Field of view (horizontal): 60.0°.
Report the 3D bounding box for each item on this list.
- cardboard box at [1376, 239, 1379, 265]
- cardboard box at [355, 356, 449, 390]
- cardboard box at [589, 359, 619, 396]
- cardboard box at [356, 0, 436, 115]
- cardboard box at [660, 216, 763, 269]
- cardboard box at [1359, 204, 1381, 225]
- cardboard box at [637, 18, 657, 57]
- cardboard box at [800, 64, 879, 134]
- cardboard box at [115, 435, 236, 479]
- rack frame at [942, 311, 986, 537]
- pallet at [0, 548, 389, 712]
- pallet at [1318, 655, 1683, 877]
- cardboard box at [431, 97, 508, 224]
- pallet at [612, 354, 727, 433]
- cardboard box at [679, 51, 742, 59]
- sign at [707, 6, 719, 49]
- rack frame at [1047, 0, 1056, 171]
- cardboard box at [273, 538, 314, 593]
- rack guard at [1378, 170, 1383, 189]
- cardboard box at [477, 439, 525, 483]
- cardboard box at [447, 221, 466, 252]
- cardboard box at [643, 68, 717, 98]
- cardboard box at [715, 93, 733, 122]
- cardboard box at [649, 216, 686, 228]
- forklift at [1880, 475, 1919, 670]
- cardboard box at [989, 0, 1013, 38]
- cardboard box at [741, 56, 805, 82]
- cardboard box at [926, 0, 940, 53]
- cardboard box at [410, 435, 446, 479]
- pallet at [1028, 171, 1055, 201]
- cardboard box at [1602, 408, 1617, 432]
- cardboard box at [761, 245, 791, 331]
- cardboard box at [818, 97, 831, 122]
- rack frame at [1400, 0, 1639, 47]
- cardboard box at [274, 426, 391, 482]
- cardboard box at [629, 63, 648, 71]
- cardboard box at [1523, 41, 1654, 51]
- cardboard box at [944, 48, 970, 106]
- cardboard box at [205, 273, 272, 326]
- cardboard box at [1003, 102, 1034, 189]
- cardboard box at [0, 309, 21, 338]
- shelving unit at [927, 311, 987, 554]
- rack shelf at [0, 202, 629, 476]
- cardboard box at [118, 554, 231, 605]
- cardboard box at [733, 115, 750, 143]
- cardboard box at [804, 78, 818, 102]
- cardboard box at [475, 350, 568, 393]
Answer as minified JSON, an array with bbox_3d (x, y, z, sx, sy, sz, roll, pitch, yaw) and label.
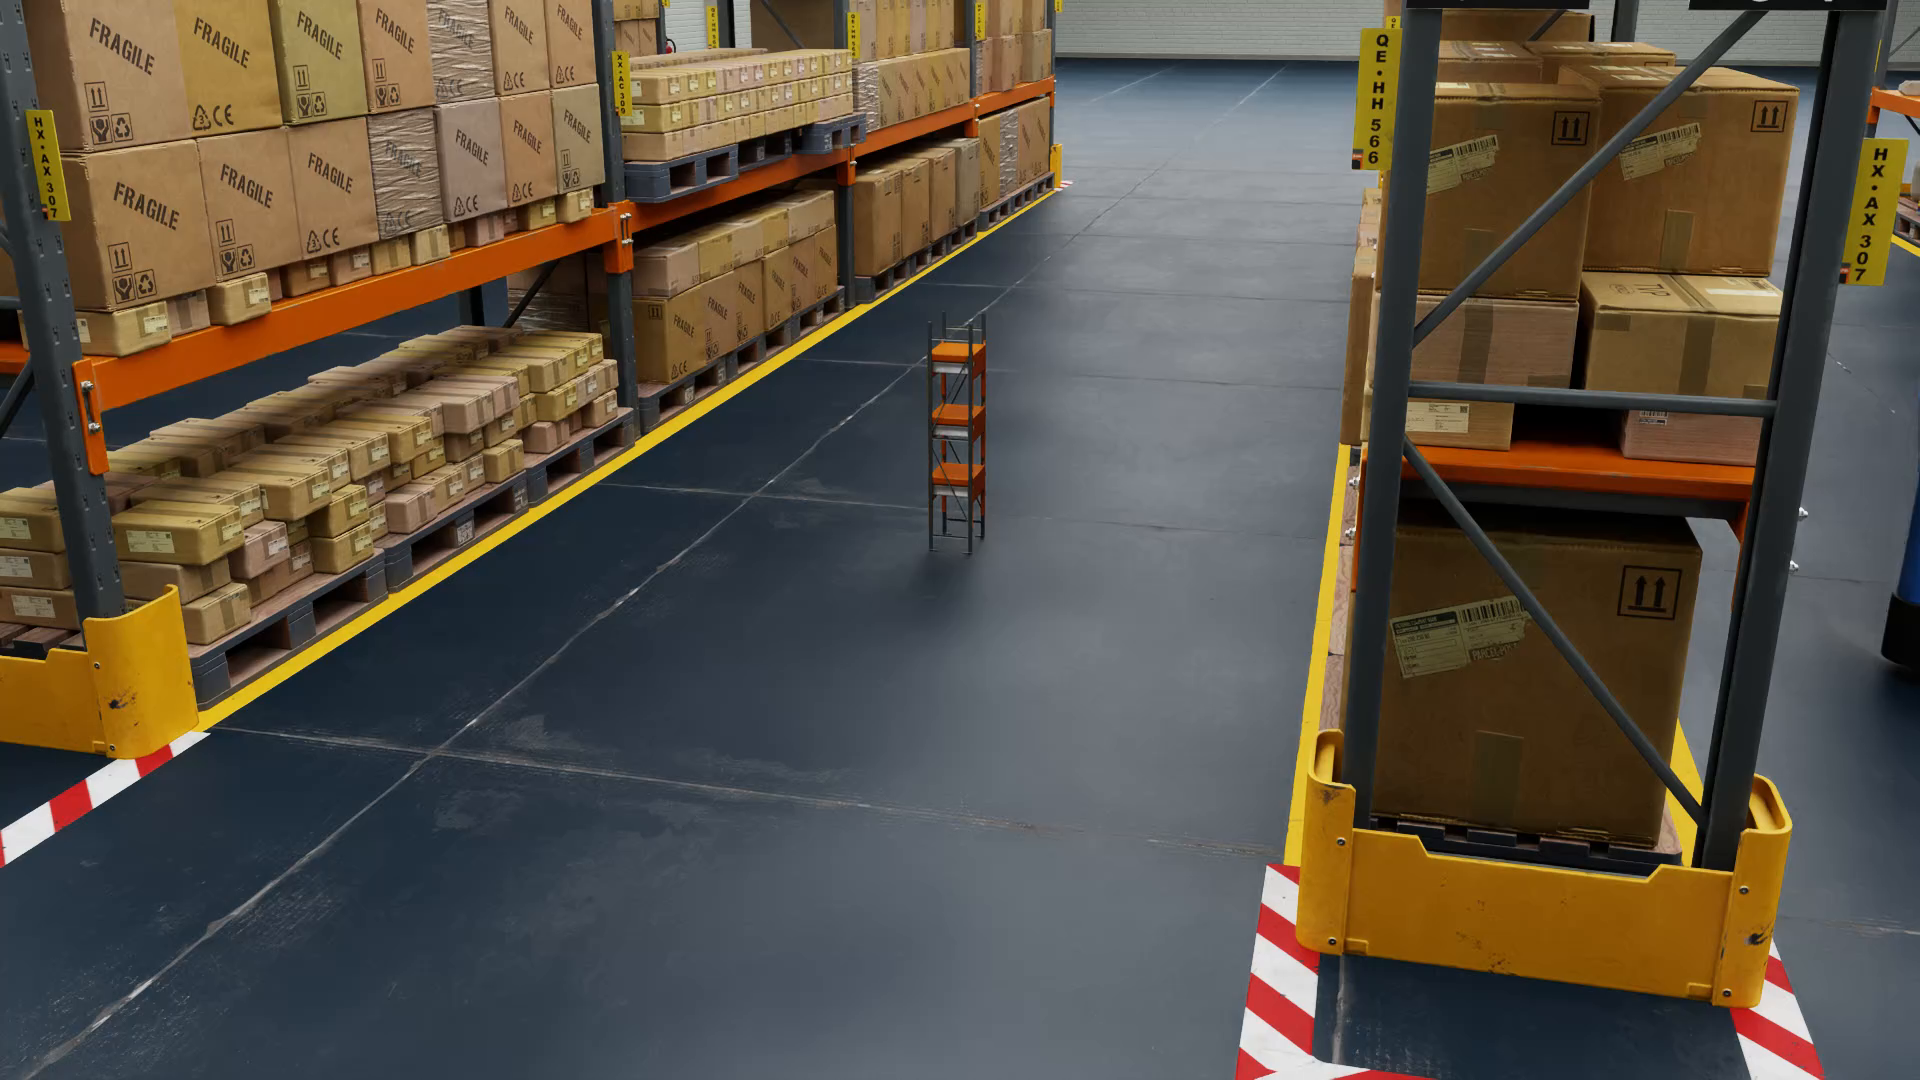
[{"bbox_3d":[1.499,-0.736,4.975,0.500,0.250,0.500,4,19,12],"label":"cardboard box"},{"bbox_3d":[-2.760,-0.803,8.239,0.380,0.149,0.250,4,19,12],"label":"cardboard box"},{"bbox_3d":[-2.063,-0.878,8.919,0.380,0.149,0.250,5,20,14],"label":"cardboard box"},{"bbox_3d":[-2.518,-2.019,6.796,0.500,0.500,0.500,4,19,12],"label":"cardboard box"},{"bbox_3d":[-1.601,-1.920,10.725,0.500,0.250,0.500,5,20,15],"label":"cardboard box"},{"bbox_3d":[3.054,-1.542,10.199,1.225,0.875,0.875,5,19,14],"label":"cardboard box"},{"bbox_3d":[-4.053,-6.129,20.375,0.500,0.500,0.500,4,19,12],"label":"cardboard box"},{"bbox_3d":[-0.946,-3.432,12.941,0.500,0.500,0.500,5,19,14],"label":"cardboard box"},{"bbox_3d":[-3.206,-0.317,6.815,0.380,0.149,0.250,4,19,11],"label":"cardboard box"},{"bbox_3d":[0.017,-0.518,7.581,0.200,1.050,0.008,5,19,13],"label":"rack frame"},{"bbox_3d":[-3.020,0.286,6.524,1.003,0.211,1.213,5,19,13],"label":"pallet"},{"bbox_3d":[1.633,0.728,5.230,1.003,0.211,1.213,5,19,13],"label":"pallet"},{"bbox_3d":[-2.389,-1.708,7.431,0.500,0.500,0.500,5,19,13],"label":"cardboard box"},{"bbox_3d":[-2.105,-0.936,10.103,1.003,0.211,1.213,5,19,13],"label":"pallet"},{"bbox_3d":[-1.745,-3.337,11.634,0.380,0.149,0.250,5,19,13],"label":"cardboard box"},{"bbox_3d":[-1.856,-3.856,12.546,0.100,0.325,0.005,5,19,13],"label":"sign"},{"bbox_3d":[0.638,-5.773,19.949,1.000,3.000,0.127,5,19,13],"label":"rack frame"},{"bbox_3d":[-2.795,0.086,6.555,0.380,0.149,0.250,5,19,14],"label":"cardboard box"},{"bbox_3d":[5.404,-4.143,19.044,1.175,0.500,0.348,5,19,13],"label":"rack guard"},{"bbox_3d":[-2.313,-0.387,7.942,0.380,0.149,0.250,5,19,13],"label":"cardboard box"},{"bbox_3d":[-2.456,-1.375,7.460,0.380,0.149,0.250,4,19,13],"label":"cardboard box"},{"bbox_3d":[-1.625,-2.628,9.561,0.380,0.149,0.250,5,19,14],"label":"cardboard box"},{"bbox_3d":[-1.565,-2.564,9.831,0.380,0.149,0.250,4,19,11],"label":"cardboard box"},{"bbox_3d":[-2.104,-1.963,10.851,0.500,0.250,0.500,4,19,11],"label":"cardboard box"},{"bbox_3d":[4.865,-1.089,6.342,3.031,2.935,1.130,-16,25,-40],"label":"forklift"},{"bbox_3d":[0.071,-5.554,17.405,0.875,0.550,0.550,5,19,13],"label":"cardboard box"},{"bbox_3d":[-1.246,-3.117,10.993,0.380,0.149,0.250,5,19,13],"label":"cardboard box"},{"bbox_3d":[-0.579,-4.722,15.171,0.700,0.500,0.500,4,19,12],"label":"cardboard box"},{"bbox_3d":[-2.557,-0.392,7.496,0.380,0.149,0.250,6,20,16],"label":"cardboard box"},{"bbox_3d":[0.518,-4.197,19.648,1.003,0.211,1.213,5,19,13],"label":"pallet"},{"bbox_3d":[1.981,-0.382,4.553,0.380,0.149,0.250,4,19,13],"label":"cardboard box"},{"bbox_3d":[-1.468,-1.725,11.315,0.500,0.500,0.500,4,19,11],"label":"cardboard box"},{"bbox_3d":[-1.117,-2.996,11.558,0.380,0.149,0.250,5,19,14],"label":"cardboard box"},{"bbox_3d":[2.491,-1.589,7.698,1.000,3.000,0.127,5,19,13],"label":"rack frame"},{"bbox_3d":[-2.620,-0.362,6.947,0.380,0.149,0.250,5,20,16],"label":"cardboard box"},{"bbox_3d":[-2.128,-2.839,10.176,0.380,0.149,0.250,4,19,12],"label":"cardboard box"},{"bbox_3d":[2.638,-1.848,7.069,0.500,0.500,0.500,5,20,15],"label":"cardboard box"},{"bbox_3d":[-0.208,-4.382,15.722,0.500,0.500,0.500,5,19,13],"label":"cardboard box"},{"bbox_3d":[-2.735,-0.878,6.006,0.380,0.149,0.250,4,19,12],"label":"cardboard box"},{"bbox_3d":[0.323,-4.473,18.779,0.875,0.875,0.875,4,19,13],"label":"cardboard box"},{"bbox_3d":[-3.466,-0.764,5.672,0.380,0.149,0.250,5,19,13],"label":"cardboard box"},{"bbox_3d":[-0.013,-0.480,7.469,0.215,1.050,0.252,5,19,13],"label":"shelving unit"},{"bbox_3d":[-2.783,-1.045,7.218,1.077,0.370,4.000,5,19,13],"label":"rack shelf"},{"bbox_3d":[-2.895,0.107,6.033,0.380,0.149,0.250,5,20,16],"label":"cardboard box"},{"bbox_3d":[-1.501,-2.503,10.113,0.380,0.149,0.250,4,19,11],"label":"cardboard box"},{"bbox_3d":[-1.183,-3.051,11.257,0.380,0.149,0.250,5,19,14],"label":"cardboard box"},{"bbox_3d":[-2.207,-0.849,8.374,0.380,0.149,0.250,4,19,13],"label":"cardboard box"}]
